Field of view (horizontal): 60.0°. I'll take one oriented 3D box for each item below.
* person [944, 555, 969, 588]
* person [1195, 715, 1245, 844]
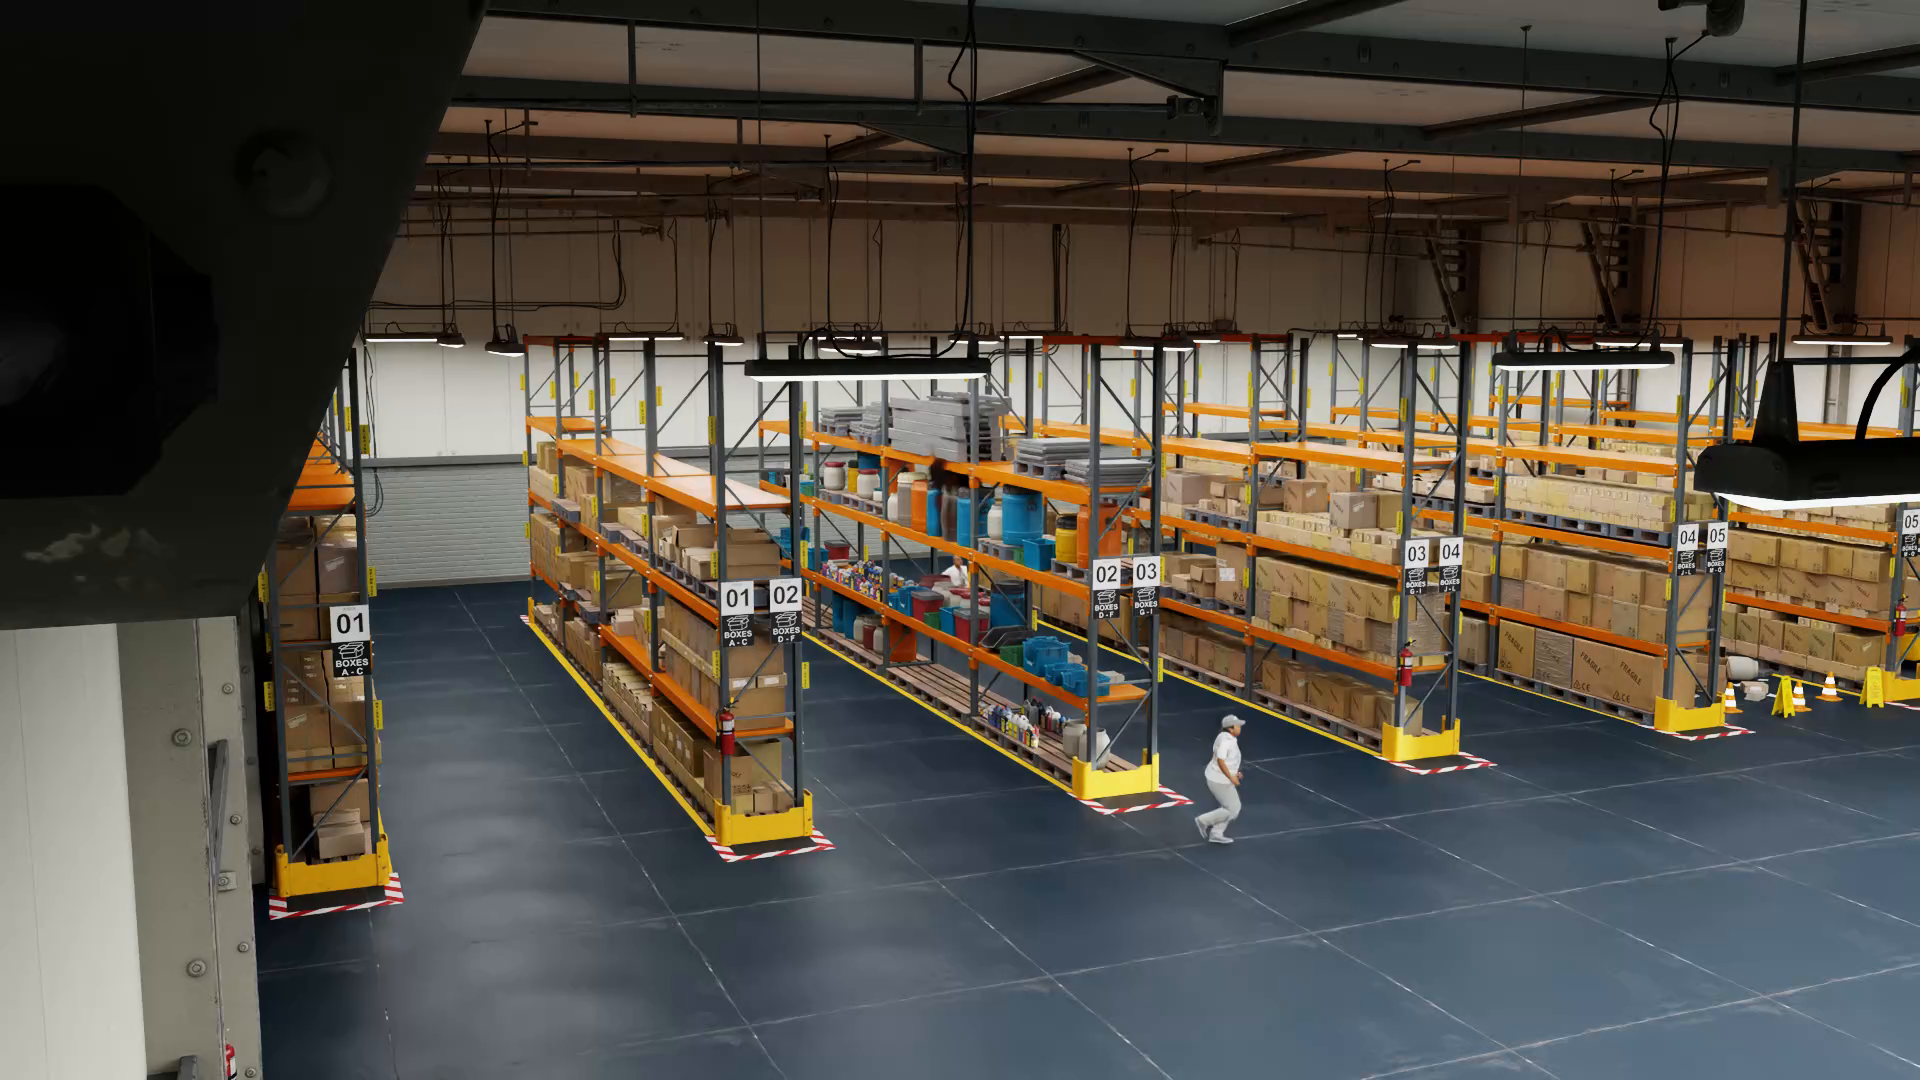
[{"bbox_3d":[-0.045,1.175,32.254,0.677,1.836,0.909,-4,9,-30],"label":"person"},{"bbox_3d":[3.134,2.892,20.068,0.601,1.591,0.606,0,8,2],"label":"person"}]
